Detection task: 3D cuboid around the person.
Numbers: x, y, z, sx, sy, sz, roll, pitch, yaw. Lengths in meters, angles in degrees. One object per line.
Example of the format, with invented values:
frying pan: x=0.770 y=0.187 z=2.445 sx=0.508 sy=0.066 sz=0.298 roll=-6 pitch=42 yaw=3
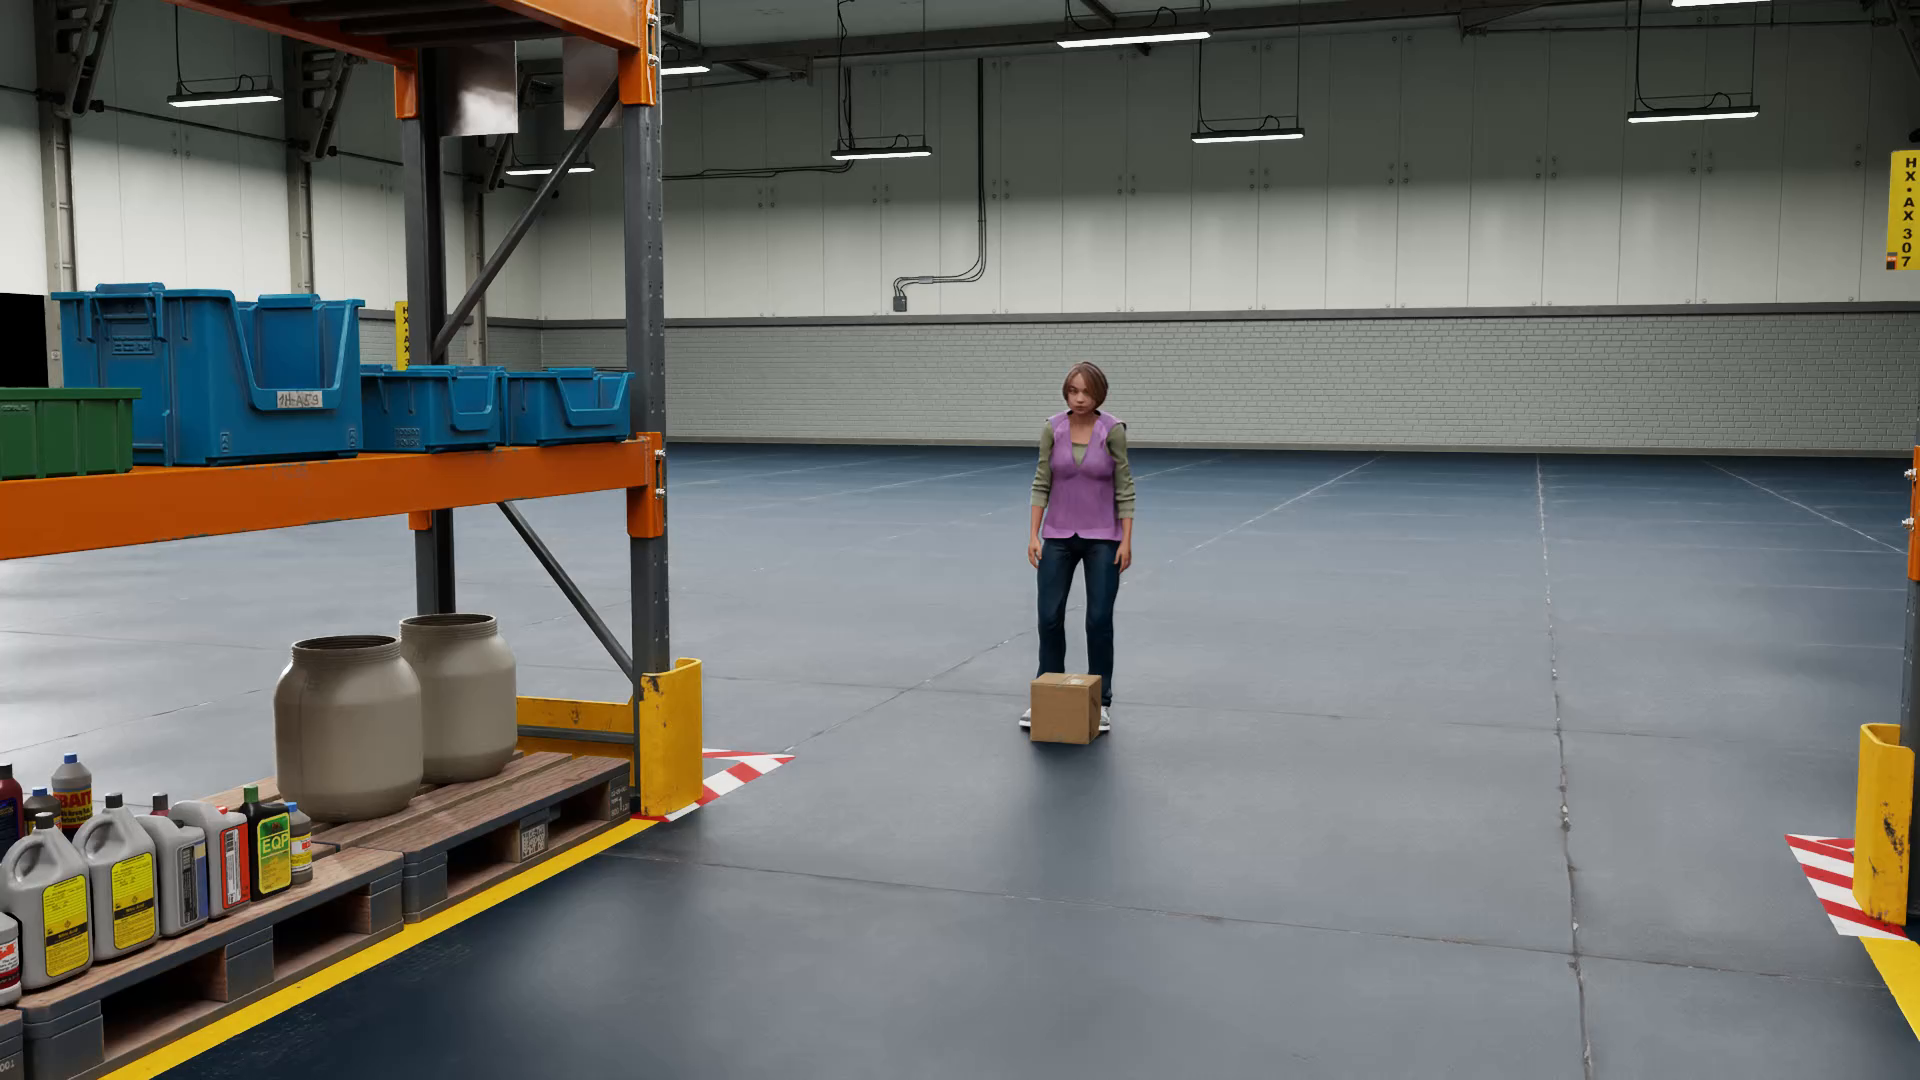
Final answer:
person: x=0.519 y=0.024 z=7.216 sx=0.479 sy=1.592 sz=0.346 roll=1 pitch=6 yaw=15
